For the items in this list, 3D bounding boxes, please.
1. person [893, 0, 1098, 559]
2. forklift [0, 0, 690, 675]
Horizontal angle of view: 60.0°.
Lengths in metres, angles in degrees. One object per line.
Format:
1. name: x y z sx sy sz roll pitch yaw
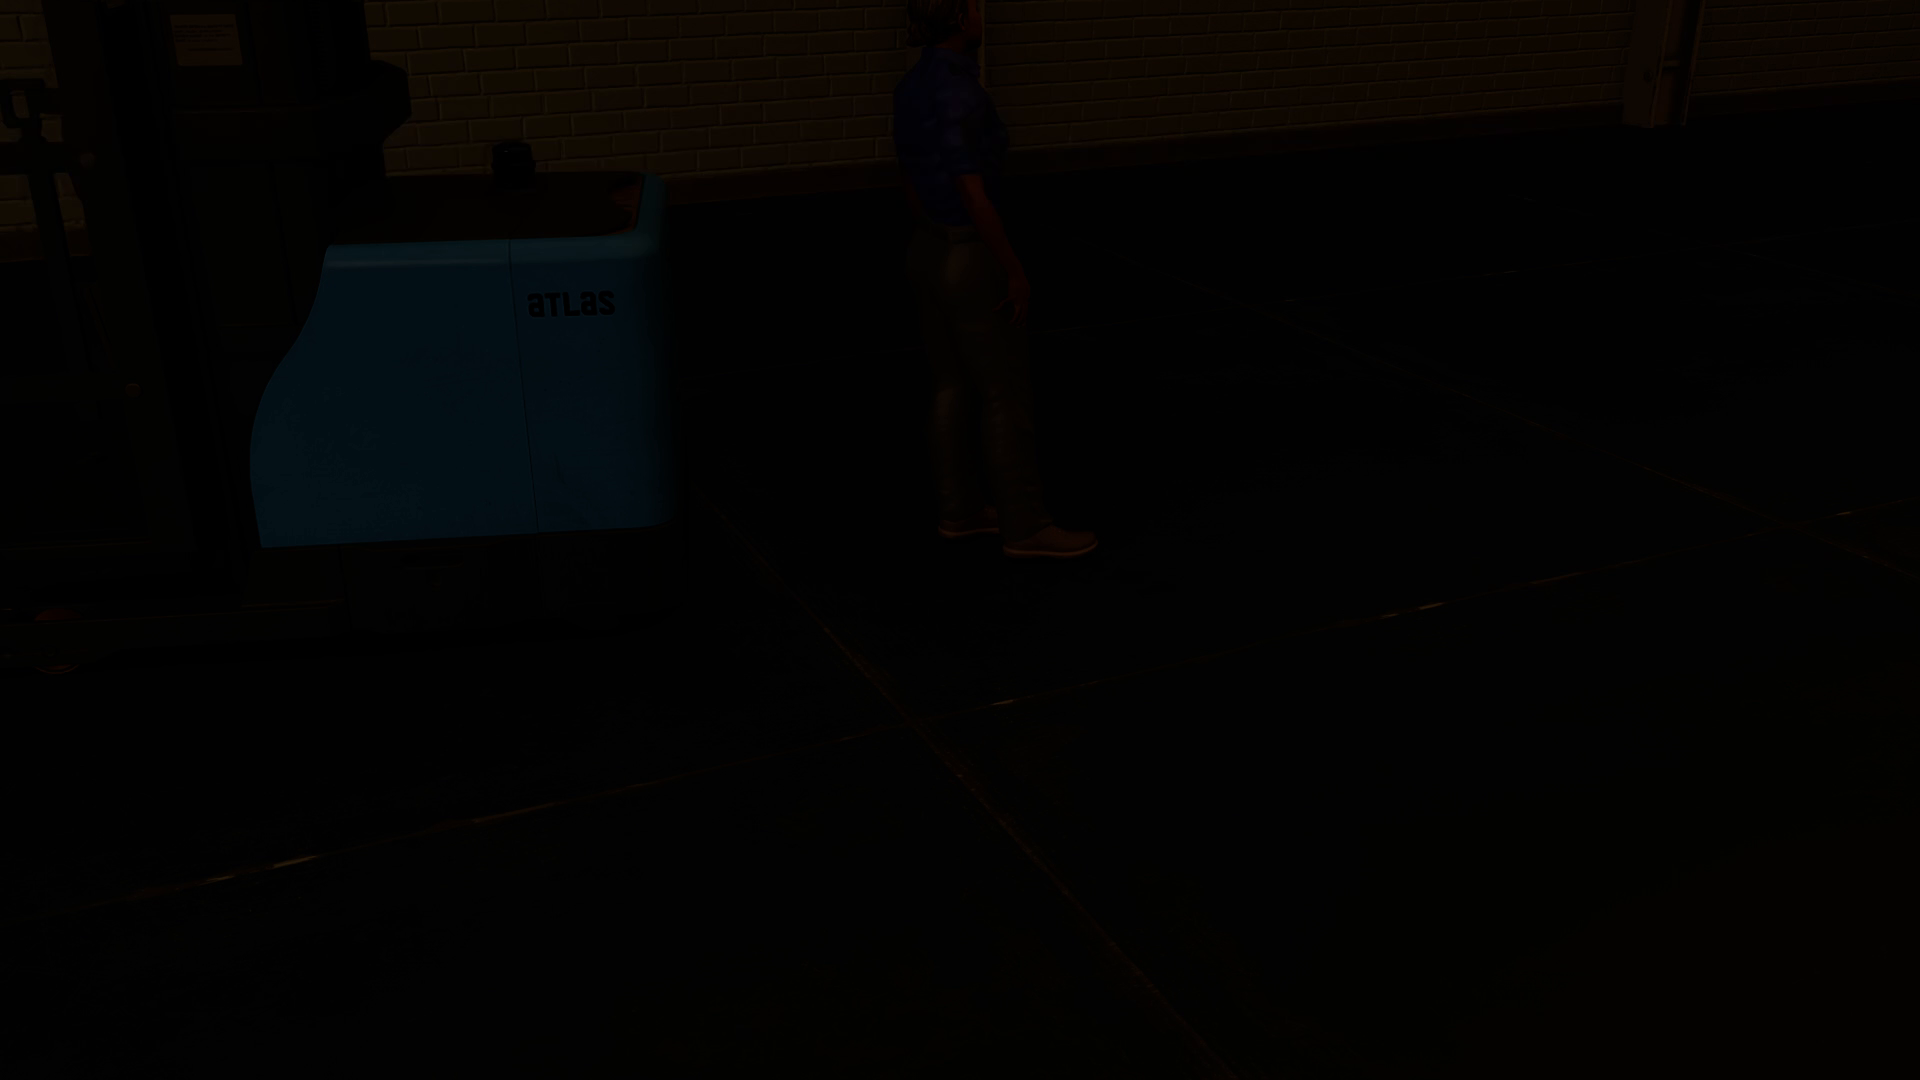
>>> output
1. person: 0.088 -0.778 4.805 0.504 1.654 0.570 -10 25 -23
2. forklift: -2.304 -1.214 4.208 3.031 2.935 1.130 -3 23 -8
